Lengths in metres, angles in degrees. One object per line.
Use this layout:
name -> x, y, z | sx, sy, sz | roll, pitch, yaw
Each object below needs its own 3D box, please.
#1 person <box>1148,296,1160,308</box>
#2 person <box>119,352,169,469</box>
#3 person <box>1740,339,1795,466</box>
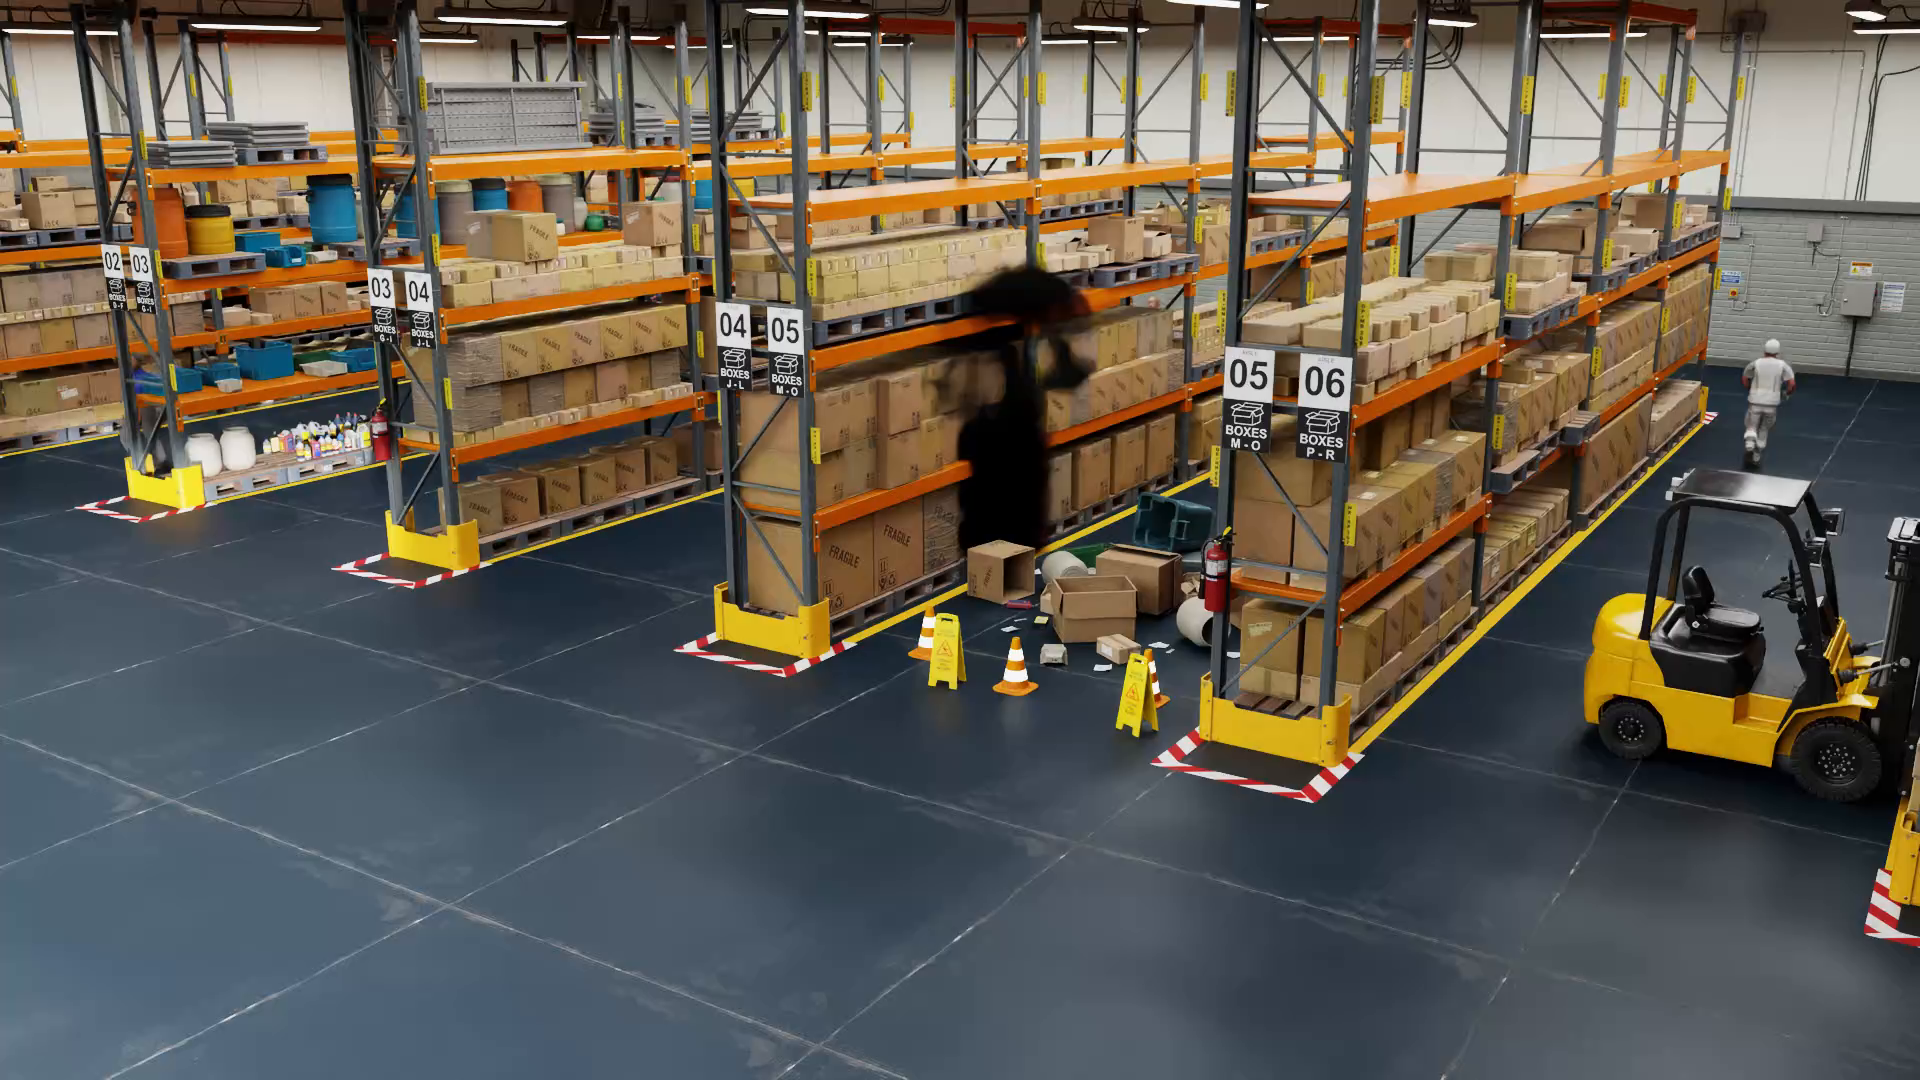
person -> 3.189, -3.078, 26.986 | 0.731, 1.743, 0.895 | 13, 20, 40
person -> -10.928, -1.662, 22.167 | 0.551, 1.693, 0.719 | 3, 16, 12
person -> 10.916, -1.838, 22.560 | 0.675, 1.768, 0.736 | 7, 17, 23
